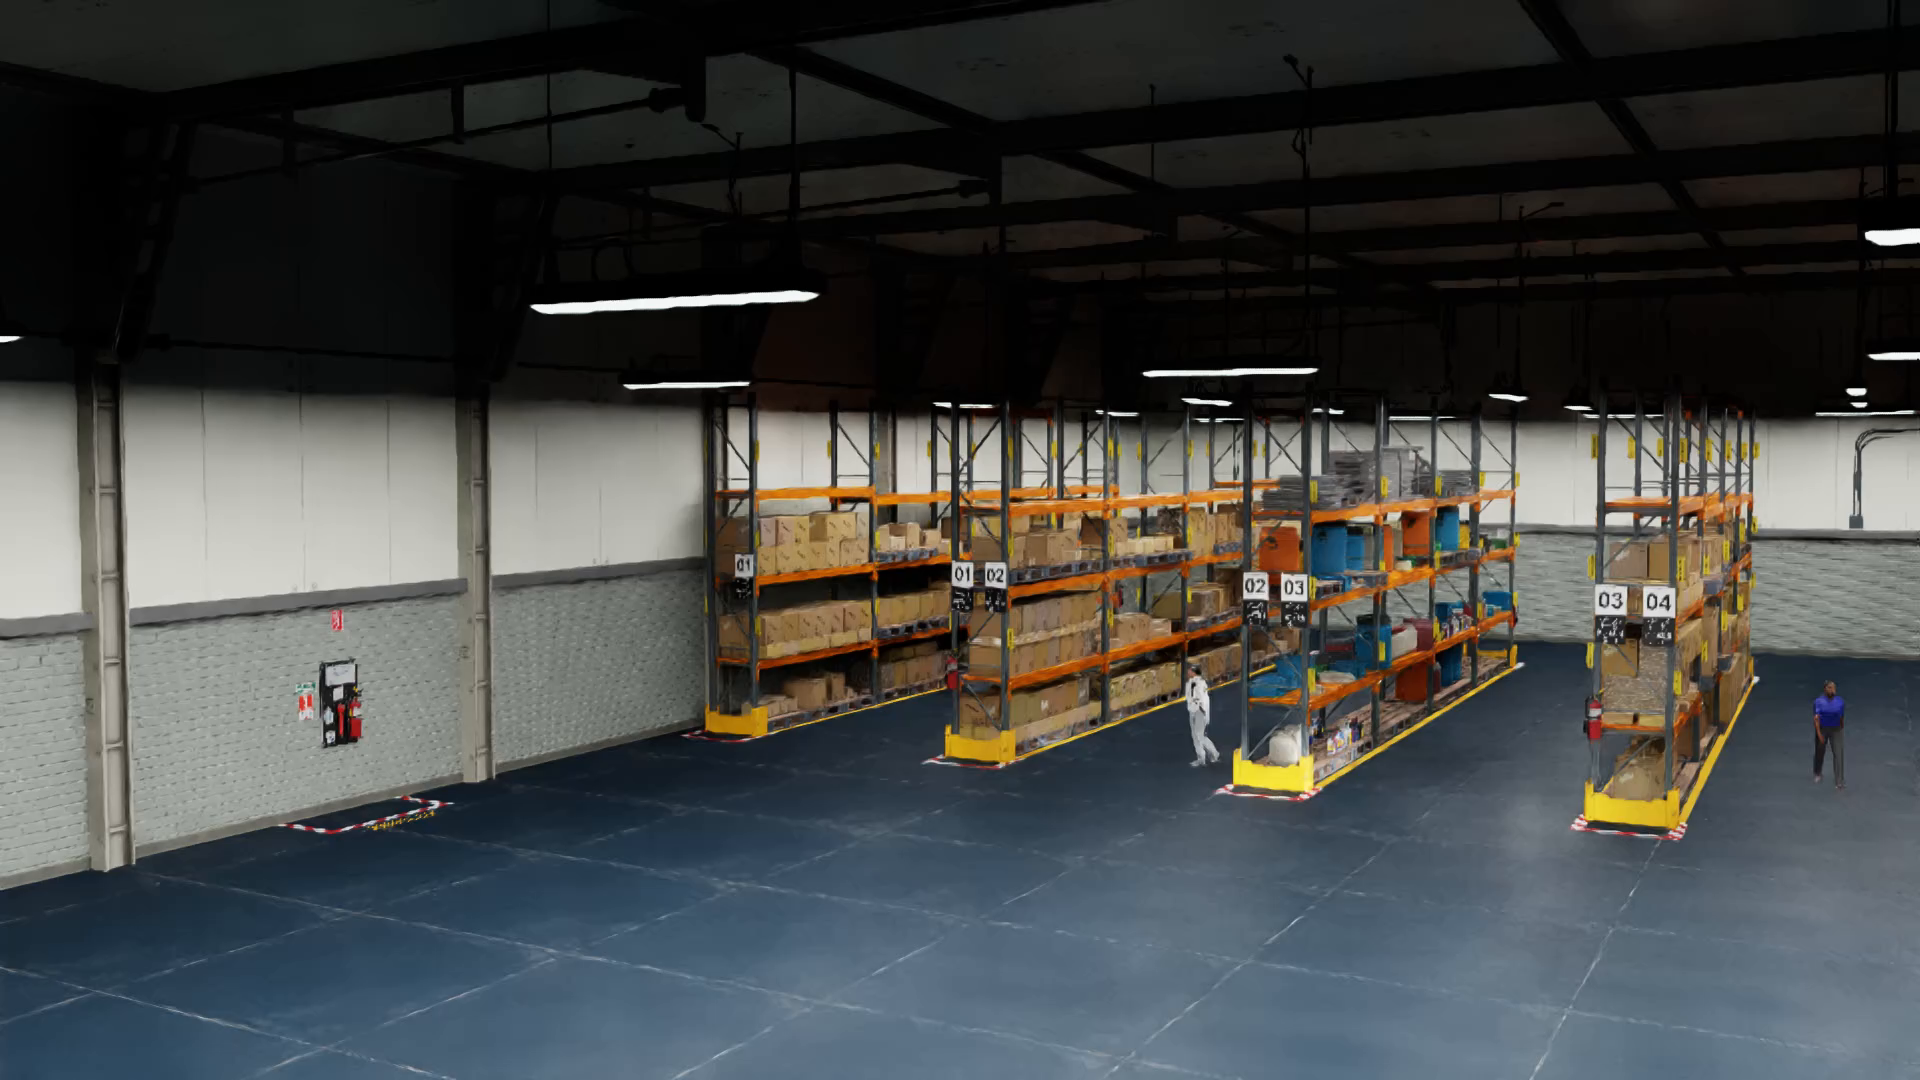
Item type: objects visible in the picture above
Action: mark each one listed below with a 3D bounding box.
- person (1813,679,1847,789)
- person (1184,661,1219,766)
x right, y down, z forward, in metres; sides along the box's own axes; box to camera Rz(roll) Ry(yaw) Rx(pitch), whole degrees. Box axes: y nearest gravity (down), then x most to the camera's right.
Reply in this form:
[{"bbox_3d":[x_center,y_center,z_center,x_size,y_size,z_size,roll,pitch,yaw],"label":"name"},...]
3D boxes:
[{"bbox_3d":[12.887,2.908,24.686,0.442,1.488,0.997,1,3,20],"label":"person"},{"bbox_3d":[3.839,2.748,26.390,0.519,1.669,0.533,-1,3,-23],"label":"person"}]
